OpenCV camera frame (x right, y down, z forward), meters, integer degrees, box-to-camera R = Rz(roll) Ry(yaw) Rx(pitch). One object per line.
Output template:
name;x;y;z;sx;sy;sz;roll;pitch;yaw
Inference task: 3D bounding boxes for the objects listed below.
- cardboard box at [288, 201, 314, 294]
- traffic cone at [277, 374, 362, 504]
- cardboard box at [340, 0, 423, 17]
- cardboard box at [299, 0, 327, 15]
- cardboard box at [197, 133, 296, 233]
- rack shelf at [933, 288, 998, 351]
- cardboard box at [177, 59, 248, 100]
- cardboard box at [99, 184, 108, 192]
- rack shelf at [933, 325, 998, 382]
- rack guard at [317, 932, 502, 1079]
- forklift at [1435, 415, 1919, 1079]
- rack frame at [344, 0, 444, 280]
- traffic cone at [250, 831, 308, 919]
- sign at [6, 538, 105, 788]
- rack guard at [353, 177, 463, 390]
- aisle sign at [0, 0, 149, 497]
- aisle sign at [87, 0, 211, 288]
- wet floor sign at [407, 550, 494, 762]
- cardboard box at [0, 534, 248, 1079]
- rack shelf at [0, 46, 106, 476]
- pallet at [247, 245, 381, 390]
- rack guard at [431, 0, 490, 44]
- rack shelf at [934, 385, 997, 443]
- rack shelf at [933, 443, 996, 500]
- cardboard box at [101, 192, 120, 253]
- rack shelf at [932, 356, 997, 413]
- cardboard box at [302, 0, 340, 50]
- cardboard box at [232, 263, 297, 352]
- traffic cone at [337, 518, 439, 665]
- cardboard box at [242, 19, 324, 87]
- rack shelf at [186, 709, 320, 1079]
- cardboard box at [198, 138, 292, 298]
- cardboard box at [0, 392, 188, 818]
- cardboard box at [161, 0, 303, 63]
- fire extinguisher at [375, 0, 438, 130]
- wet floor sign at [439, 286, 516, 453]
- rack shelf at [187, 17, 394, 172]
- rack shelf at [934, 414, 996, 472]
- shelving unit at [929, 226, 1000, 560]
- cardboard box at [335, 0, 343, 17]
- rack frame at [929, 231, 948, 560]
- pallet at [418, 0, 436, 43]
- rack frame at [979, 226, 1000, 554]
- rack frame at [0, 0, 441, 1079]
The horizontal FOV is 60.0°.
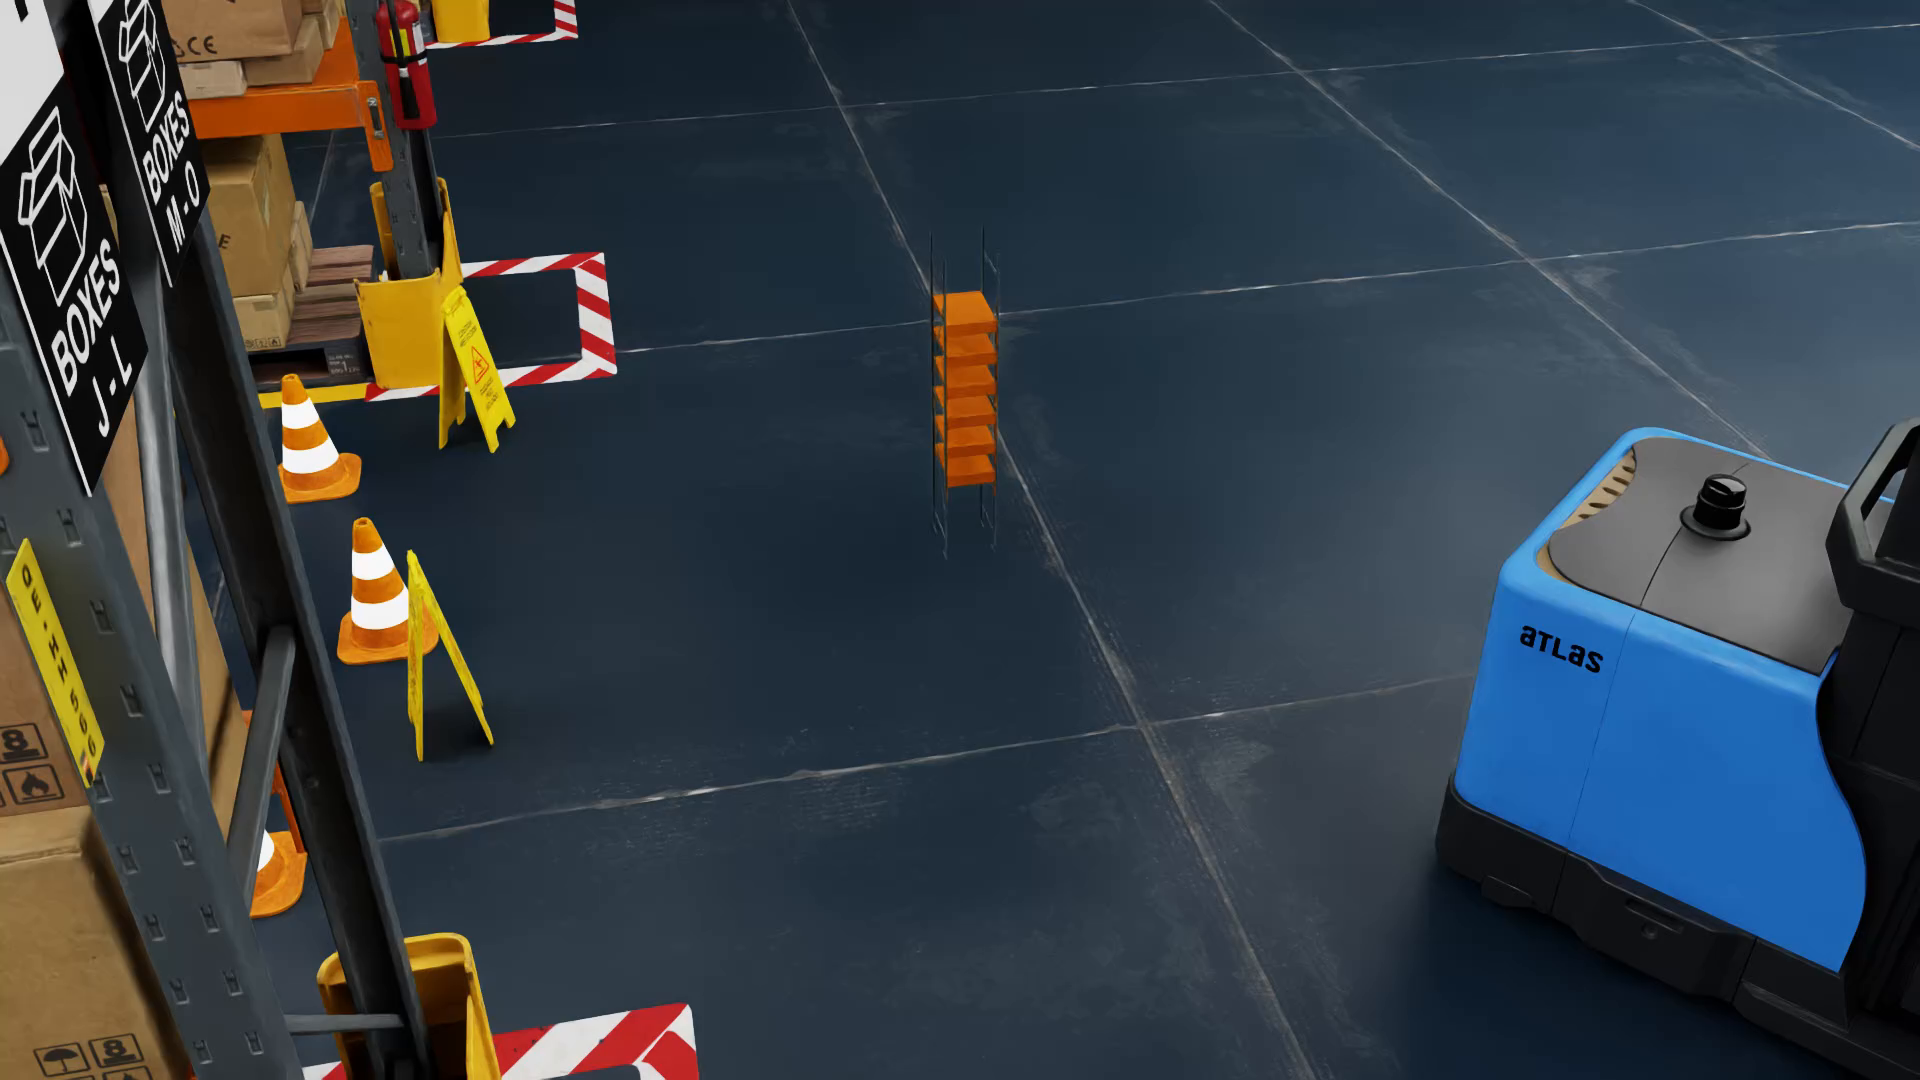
cardboard box;-3.268;-1.323;7.620;0.500;0.250;0.500;-7;35;-11
traffic cone;-2.555;-0.432;6.478;0.334;0.463;0.336;-7;35;-11
cardboard box;-3.908;-3.739;11.221;0.500;0.250;0.500;-7;34;-10
cardboard box;-2.944;-2.497;6.922;0.500;0.500;0.500;-8;35;-11
cardboard box;-3.291;-1.631;7.406;0.500;0.500;0.500;-8;35;-12
rack shelf;0.014;-0.762;5.742;0.180;0.103;0.258;-7;35;-11
cardboard box;-2.961;-1.881;6.587;0.250;0.149;0.380;-8;35;-11
cardboard box;-3.487;-1.531;6.675;0.250;0.149;0.380;-6;34;-9
rack shelf;0.014;-0.662;5.809;0.180;0.103;0.258;-7;35;-11
rack guard;-1.206;1.474;3.605;0.348;0.500;1.175;-7;35;-11
forklift;2.838;0.045;3.553;3.031;2.935;1.130;24;41;31
rack frame;-2.420;-2.239;6.895;0.127;3.000;1.000;-7;35;-11
traffic cone;-2.061;0.786;4.664;0.334;0.463;0.336;-7;35;-11
sign;-1.124;0.156;2.073;0.005;0.325;0.100;-7;35;-11
rack guard;-2.495;-1.192;7.577;0.348;0.500;1.175;-7;35;-11
aisle sign;-1.094;-0.486;1.950;0.004;0.787;0.394;-7;35;-11
aisle sign;-1.227;-0.812;2.436;0.004;0.787;0.394;-7;35;-11
wet floor sign;-1.638;0.337;5.169;0.232;0.644;0.267;-13;36;-19
cardboard box;-1.582;0.447;2.758;0.550;0.550;0.875;-7;35;-11
rack shelf;-3.181;-0.262;1.902;4.000;0.370;1.077;-7;35;-11
pallet;-3.295;-0.991;7.538;1.213;0.211;1.003;-7;35;-11
rack guard;-3.496;-3.901;11.615;0.348;0.500;1.175;-7;35;-11
rack shelf;0.014;-0.463;5.943;0.180;0.103;0.258;-7;35;-11
rack shelf;0.014;-0.264;6.077;0.180;0.103;0.258;-7;35;-11
cardboard box;-3.653;-1.277;6.879;0.500;0.500;0.500;-6;34;-9
rack shelf;0.014;-0.563;5.876;0.180;0.103;0.258;-7;35;-11
cardboard box;-2.797;-2.205;7.070;0.250;0.149;0.380;-7;35;-10
cardboard box;-3.173;-1.023;7.173;0.500;0.250;0.500;-7;35;-11
traffic cone;-1.979;0.130;5.641;0.334;0.463;0.336;-7;35;-11
cardboard box;-2.738;-1.973;6.723;0.250;0.149;0.380;-6;34;-9
rack shelf;-3.181;0.983;2.738;4.000;0.370;1.077;-7;35;-11
cardboard box;-3.144;-1.343;6.977;0.500;0.500;0.500;-7;34;-10
cardboard box;-1.600;-0.047;2.525;0.550;0.550;0.875;-7;35;-11
cardboard box;-2.889;-2.188;6.461;0.500;0.500;0.500;-8;35;-11
fire extinguisher;-2.207;-1.971;6.564;0.183;0.674;0.296;-7;35;-11
wet floor sign;-1.999;-0.703;6.719;0.232;0.644;0.267;4;34;6
rack shelf;-4.371;-1.694;6.729;4.000;0.370;1.077;-7;35;-11
rack shelf;0.014;-0.363;6.010;0.180;0.103;0.258;-7;35;-11
shelving unit;0.014;-0.500;5.918;0.189;1.200;0.258;-7;35;-11
cardboard box;-4.395;-3.684;11.138;0.500;0.250;0.500;-7;35;-11
rack frame;-0.075;-0.489;5.902;0.006;1.200;0.240;-7;35;-11
pallet;-4.256;-3.662;11.517;1.213;0.211;1.003;-7;35;-11
rack frame;0.103;-0.511;5.935;0.006;1.200;0.240;-7;35;-11
rack frame;-1.229;0.441;2.901;0.053;2.616;0.949;-7;35;-11
